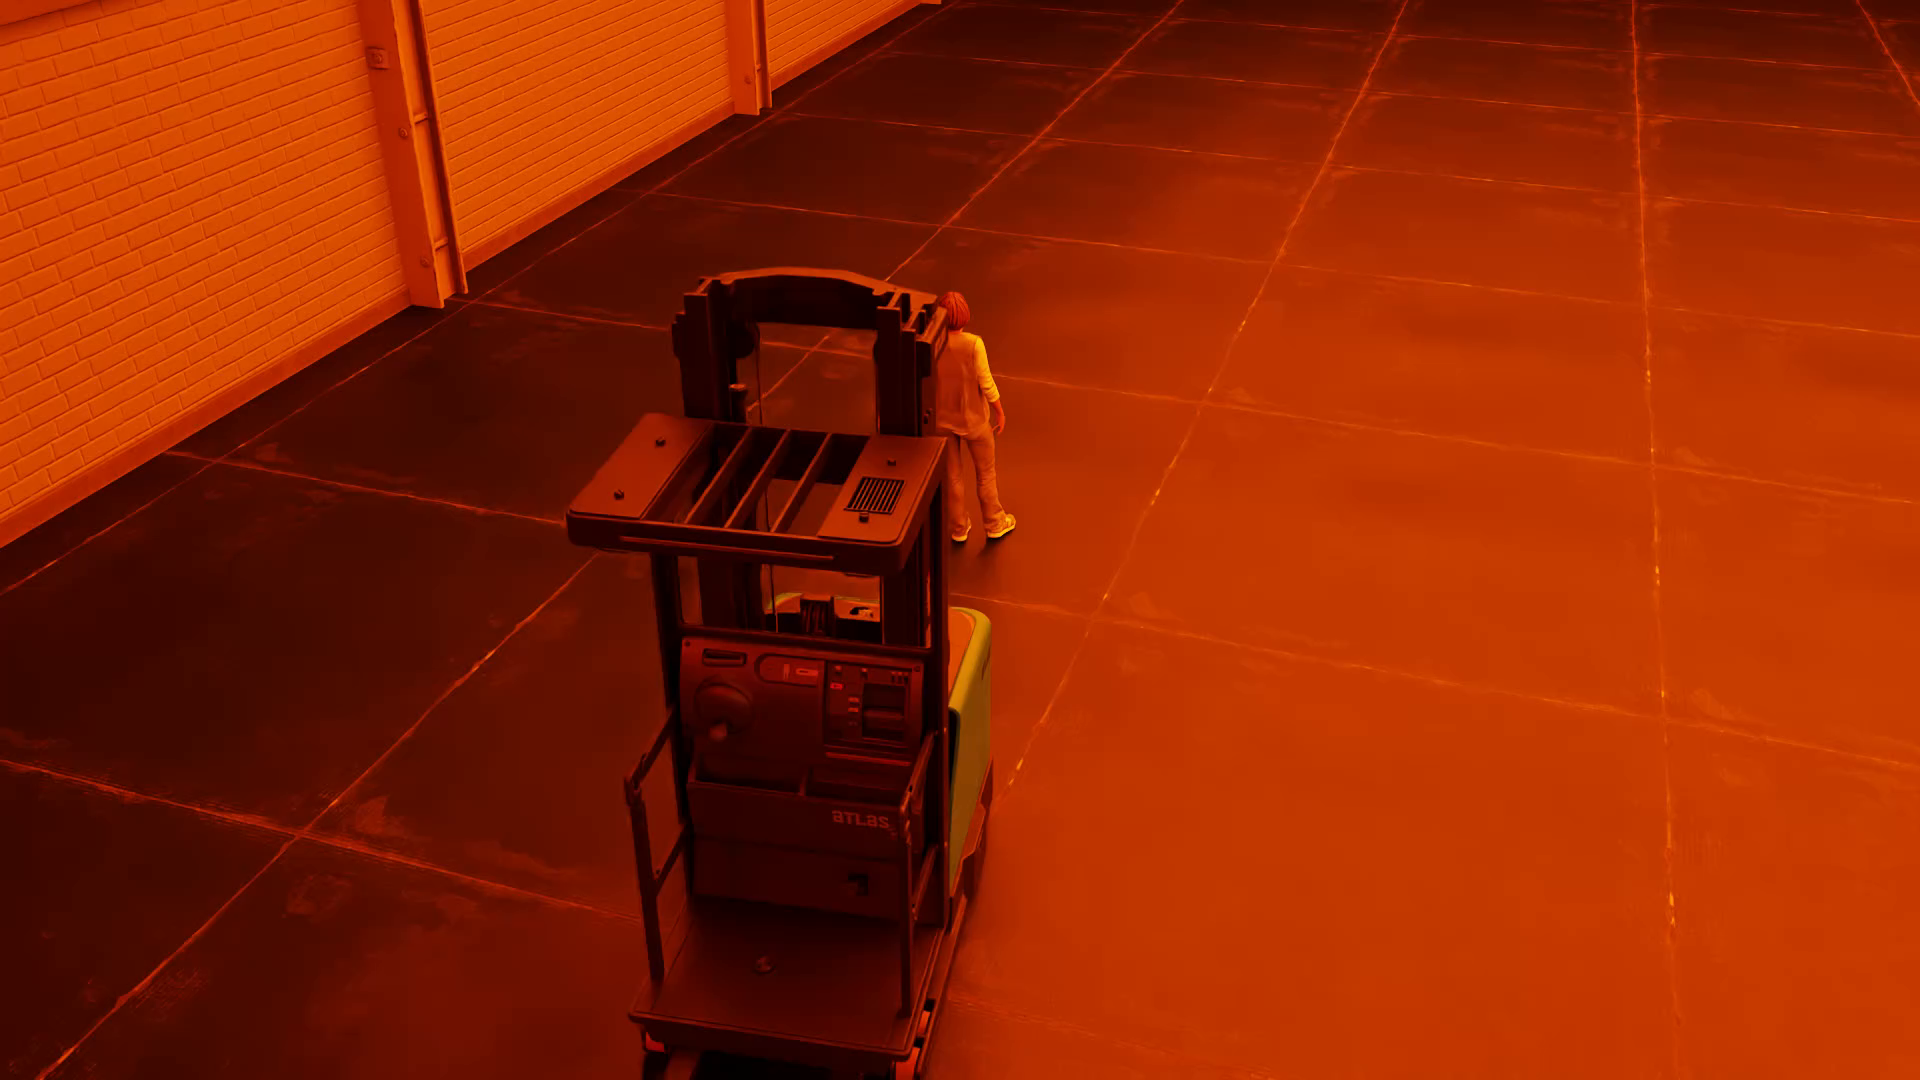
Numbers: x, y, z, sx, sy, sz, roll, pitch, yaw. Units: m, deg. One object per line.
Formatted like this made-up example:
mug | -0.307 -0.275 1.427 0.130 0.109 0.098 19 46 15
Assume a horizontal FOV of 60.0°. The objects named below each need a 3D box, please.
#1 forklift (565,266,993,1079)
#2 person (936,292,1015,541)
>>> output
forklift | -0.632 0.639 6.016 1.130 2.935 3.031 5 30 9
person | 0.037 -0.726 9.757 0.520 1.582 0.475 10 31 16
